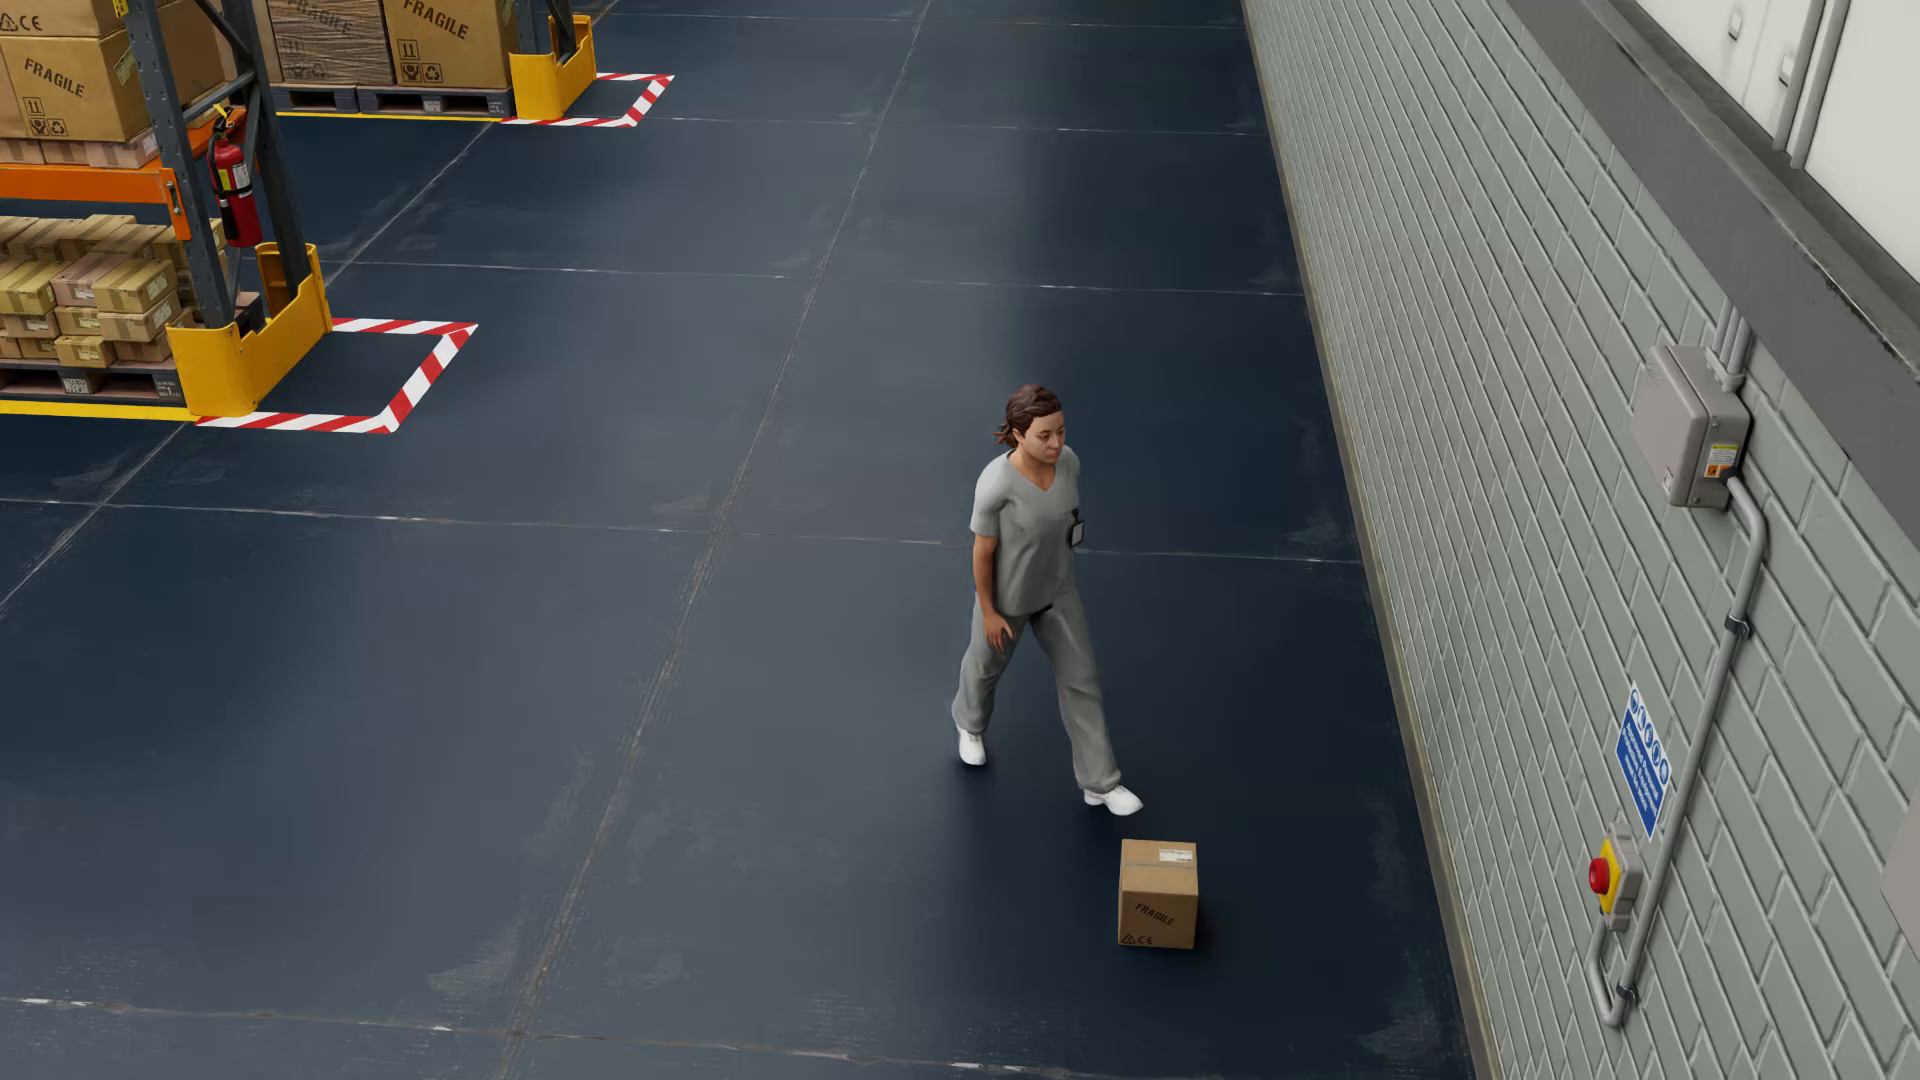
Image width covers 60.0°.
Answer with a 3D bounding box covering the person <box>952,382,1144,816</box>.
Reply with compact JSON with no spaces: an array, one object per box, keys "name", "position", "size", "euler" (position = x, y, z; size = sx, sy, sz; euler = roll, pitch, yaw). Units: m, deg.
[{"name":"person","position":[0.279,0.214,5.807],"size":[0.468,1.636,0.911],"euler":[-18,36,-26]}]
